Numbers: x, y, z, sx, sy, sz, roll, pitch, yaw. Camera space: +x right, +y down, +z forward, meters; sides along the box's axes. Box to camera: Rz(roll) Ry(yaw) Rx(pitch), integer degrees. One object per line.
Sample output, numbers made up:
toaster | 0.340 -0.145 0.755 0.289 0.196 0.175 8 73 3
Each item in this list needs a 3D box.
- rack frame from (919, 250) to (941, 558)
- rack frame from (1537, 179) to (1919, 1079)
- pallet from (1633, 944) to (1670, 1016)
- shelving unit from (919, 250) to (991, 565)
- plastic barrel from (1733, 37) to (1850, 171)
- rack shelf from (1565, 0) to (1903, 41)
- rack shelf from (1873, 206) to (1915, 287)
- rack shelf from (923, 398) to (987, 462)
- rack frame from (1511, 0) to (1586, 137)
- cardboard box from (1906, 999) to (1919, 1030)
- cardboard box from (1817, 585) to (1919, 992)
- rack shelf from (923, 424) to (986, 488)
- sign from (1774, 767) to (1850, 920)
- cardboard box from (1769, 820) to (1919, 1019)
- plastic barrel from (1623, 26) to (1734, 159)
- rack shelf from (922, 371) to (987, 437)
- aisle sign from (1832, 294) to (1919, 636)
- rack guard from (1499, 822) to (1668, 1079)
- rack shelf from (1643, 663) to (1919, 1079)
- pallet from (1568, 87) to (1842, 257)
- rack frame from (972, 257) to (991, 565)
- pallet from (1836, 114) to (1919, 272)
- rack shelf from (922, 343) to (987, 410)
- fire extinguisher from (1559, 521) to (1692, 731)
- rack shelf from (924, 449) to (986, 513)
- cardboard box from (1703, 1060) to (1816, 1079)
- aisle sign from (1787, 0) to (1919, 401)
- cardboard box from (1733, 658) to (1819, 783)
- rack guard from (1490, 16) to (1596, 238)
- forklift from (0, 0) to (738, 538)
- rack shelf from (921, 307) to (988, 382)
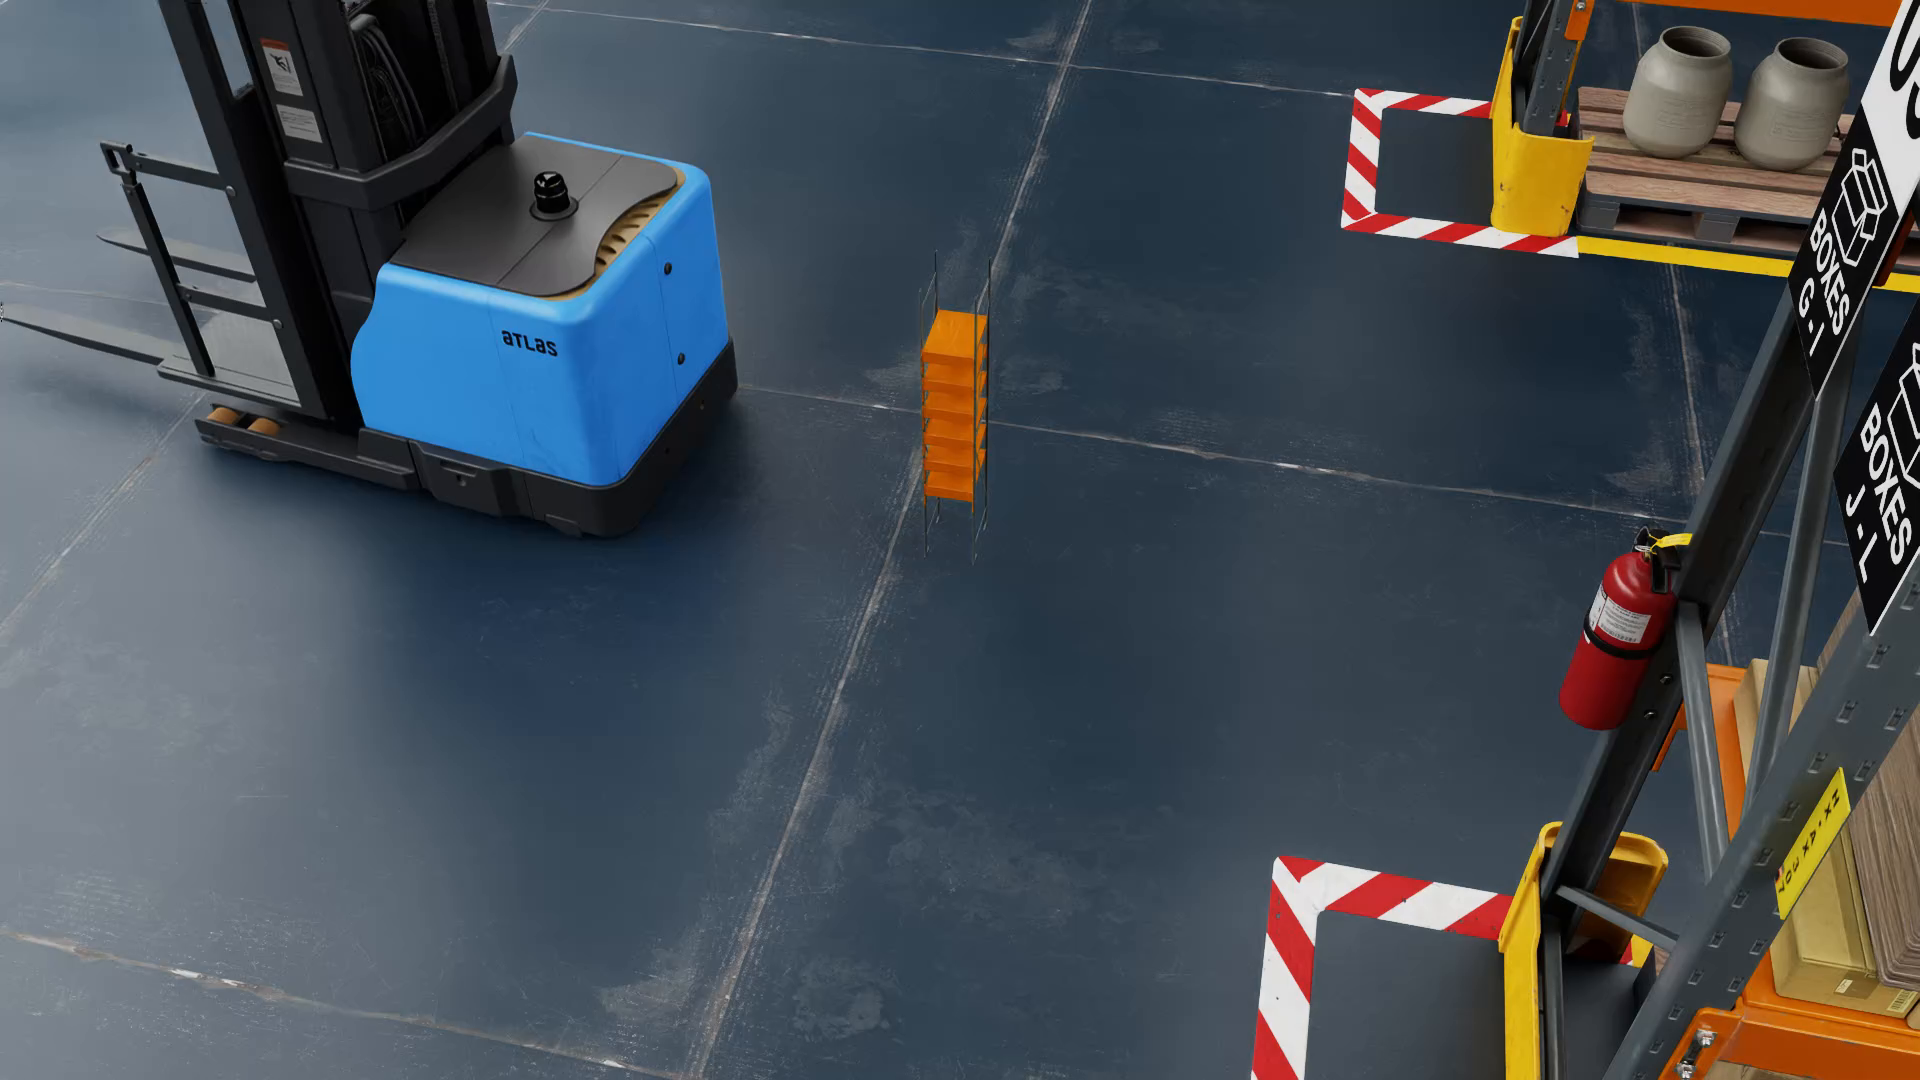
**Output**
rack frame | -0.103 -0.448 5.851 0.006 1.200 0.240 9 45 9
rack frame | 1.606 0.477 3.591 0.127 3.000 1.000 9 45 9
pallet | 2.465 1.640 4.393 1.213 0.211 1.003 9 45 9
shelving unit | -0.014 -0.434 5.836 0.189 1.200 0.258 9 45 9
plastic barrel | 3.836 -2.006 7.662 0.421 0.512 0.421 0 44 0
rack shelf | 4.639 -2.313 7.008 4.000 0.370 1.077 9 45 9
rack shelf | 3.558 -0.041 2.486 4.000 0.370 1.077 9 45 9
rack shelf | -0.014 -0.402 5.867 0.180 0.103 0.258 9 45 9
rack frame | 2.688 -2.875 7.073 0.127 3.000 1.000 9 45 9
cardboard box | 2.072 0.823 3.413 0.250 0.149 0.380 9 45 9
cardboard box | 2.137 0.436 3.347 0.500 0.500 0.875 9 45 9
rack shelf | -0.014 -0.316 5.950 0.180 0.103 0.258 9 45 9
sign | 1.488 0.533 2.909 0.005 0.325 0.100 9 45 9
cardboard box | 1.832 0.772 3.466 0.250 0.149 0.380 9 45 9
plastic barrel | 3.347 -2.082 7.741 0.421 0.512 0.421 0 44 0
rack shelf | -0.014 -0.489 5.784 0.180 0.103 0.258 9 45 9
aisle sign | 1.480 -0.266 2.488 0.004 0.787 0.394 9 45 9
rack guard | 1.680 1.389 4.446 0.348 0.500 1.175 9 45 9
rack shelf | 3.558 1.039 3.526 4.000 0.370 1.077 9 45 9
pallet | 3.564 -1.764 7.930 1.213 0.211 1.003 9 45 9
rack frame | 0.075 -0.421 5.822 0.006 1.200 0.240 9 45 9
pallet | 4.751 -1.577 7.737 1.213 0.211 1.003 9 45 9
rack shelf | -0.014 -0.575 5.701 0.180 0.103 0.258 9 45 9
fire extinguisher | 1.595 0.176 3.960 0.183 0.674 0.296 9 45 9
rack shelf | -0.014 -0.230 6.033 0.180 0.103 0.258 9 45 9
cardboard box | 2.212 1.333 4.202 0.500 0.500 0.500 17 46 17
aisle sign | 1.611 -0.672 2.910 0.004 0.787 0.394 9 45 9
cardboard box | 1.929 0.471 3.778 0.250 0.149 0.380 9 45 9
rack guard | 2.772 -1.994 7.961 0.348 0.500 1.175 9 45 9
forklift | -2.480 -1.698 5.900 3.031 2.935 1.130 14 46 14
rack shelf | -0.014 -0.662 5.617 0.180 0.103 0.258 9 45 9
